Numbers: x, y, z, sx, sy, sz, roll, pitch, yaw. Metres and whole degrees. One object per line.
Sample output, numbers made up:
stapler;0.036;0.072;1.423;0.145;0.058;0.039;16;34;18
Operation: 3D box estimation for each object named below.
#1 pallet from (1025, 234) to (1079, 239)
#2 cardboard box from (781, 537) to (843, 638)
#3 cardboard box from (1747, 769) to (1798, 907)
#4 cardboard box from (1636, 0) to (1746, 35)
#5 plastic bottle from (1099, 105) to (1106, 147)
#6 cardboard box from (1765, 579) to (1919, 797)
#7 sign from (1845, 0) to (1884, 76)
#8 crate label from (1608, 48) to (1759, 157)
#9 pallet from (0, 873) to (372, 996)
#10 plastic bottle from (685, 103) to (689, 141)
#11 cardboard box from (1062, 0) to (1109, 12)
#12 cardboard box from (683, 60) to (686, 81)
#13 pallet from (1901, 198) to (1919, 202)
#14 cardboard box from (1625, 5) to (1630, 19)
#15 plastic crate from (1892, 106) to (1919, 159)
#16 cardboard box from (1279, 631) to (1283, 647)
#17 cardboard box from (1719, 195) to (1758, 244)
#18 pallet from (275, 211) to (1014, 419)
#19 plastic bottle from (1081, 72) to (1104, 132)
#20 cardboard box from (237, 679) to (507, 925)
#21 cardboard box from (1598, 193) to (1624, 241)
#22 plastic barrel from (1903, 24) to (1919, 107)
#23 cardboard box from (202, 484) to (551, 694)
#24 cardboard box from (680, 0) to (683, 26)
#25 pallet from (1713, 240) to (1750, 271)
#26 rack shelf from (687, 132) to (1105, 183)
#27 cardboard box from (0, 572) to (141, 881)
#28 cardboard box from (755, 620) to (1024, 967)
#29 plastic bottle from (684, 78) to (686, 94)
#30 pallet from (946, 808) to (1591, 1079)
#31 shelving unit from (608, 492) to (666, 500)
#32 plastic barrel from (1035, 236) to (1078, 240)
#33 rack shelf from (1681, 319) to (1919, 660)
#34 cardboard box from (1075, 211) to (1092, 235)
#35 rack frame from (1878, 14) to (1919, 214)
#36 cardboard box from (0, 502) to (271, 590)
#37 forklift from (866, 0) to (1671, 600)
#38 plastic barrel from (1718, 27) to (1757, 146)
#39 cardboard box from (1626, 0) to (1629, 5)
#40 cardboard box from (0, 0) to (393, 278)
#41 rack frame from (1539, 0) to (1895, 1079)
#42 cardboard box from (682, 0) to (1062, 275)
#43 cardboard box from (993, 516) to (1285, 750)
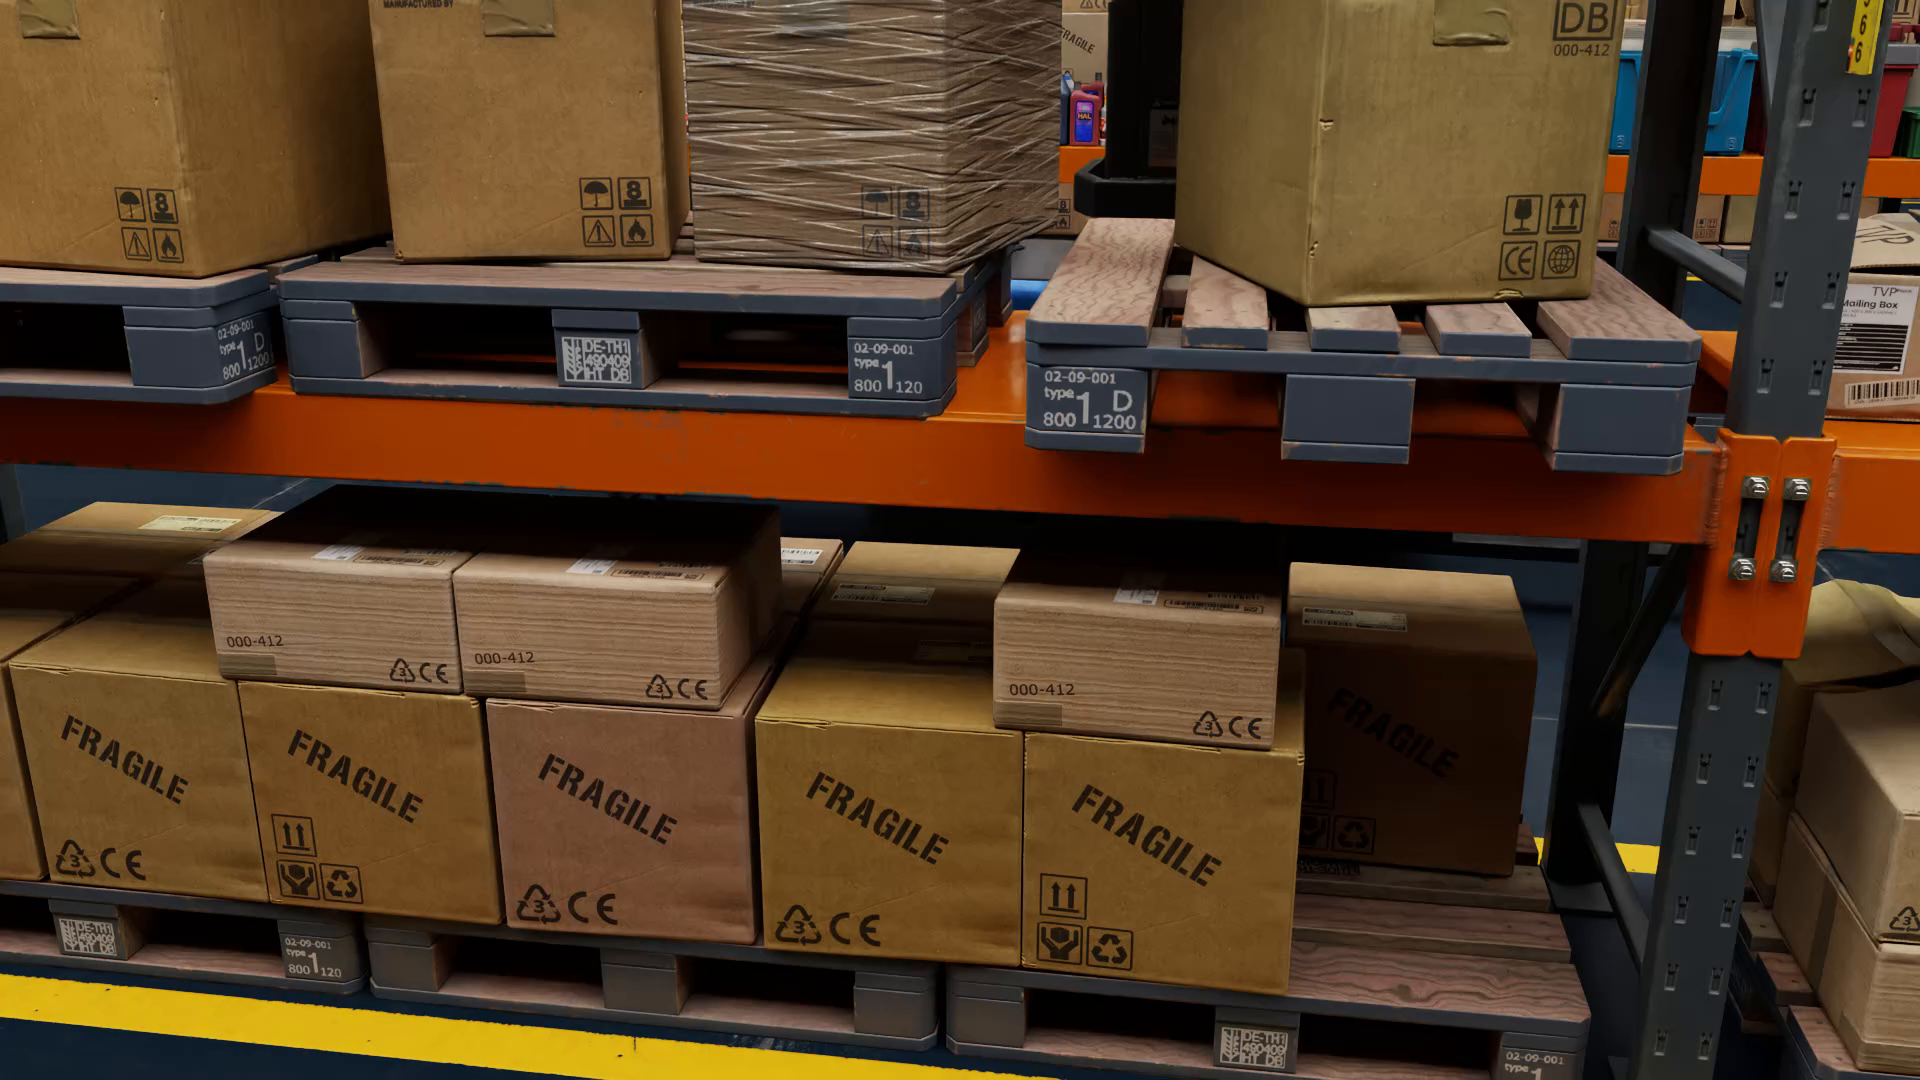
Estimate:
pallet;0.977;-2.392;13.118;1.213;0.211;1.003;3;19;9
cardboard box;-0.563;0.303;3.916;0.500;0.500;0.500;2;19;7
cardboard box;1.928;0.570;3.545;0.500;0.250;0.500;3;19;10
cardboard box;5.168;-3.694;11.790;0.637;0.503;0.797;5;19;14
plastic bottle;0.681;-1.887;7.528;0.097;0.201;0.097;0;18;0
cardboard box;1.926;0.303;3.458;0.500;0.311;0.500;3;19;10
sign;1.293;-0.826;2.345;0.005;0.325;0.100;3;19;9
crate label;3.097;-1.919;7.255;0.616;0.435;0.502;3;19;9
pallet;-1.770;0.665;3.983;1.213;0.211;1.003;3;19;9
plastic bottle;-1.247;-1.985;7.822;0.097;0.201;0.097;0;18;0
cardboard box;0.919;-4.219;12.446;0.637;0.503;0.797;4;19;10
cardboard box;-2.119;-3.622;12.798;0.250;0.149;0.380;3;19;10
pallet;9.727;-3.490;16.402;1.213;0.211;1.003;3;19;9
cardboard box;6.225;-4.977;16.292;0.500;0.500;0.500;3;19;9
plastic crate;4.344;-1.734;7.093;0.662;0.188;0.450;3;19;9
cardboard box;0.448;0.355;3.762;0.500;0.500;0.500;2;19;7
cardboard box;5.823;-2.478;12.228;0.500;0.500;0.700;3;19;8
pallet;-0.551;-0.491;3.345;1.213;0.211;1.003;3;19;9
plastic bottle;0.650;-2.177;8.266;0.133;0.283;0.061;3;19;9
cardboard box;-1.120;0.442;3.502;0.500;0.500;0.500;3;19;9
cardboard box;4.720;-2.534;12.395;0.500;0.500;0.700;5;19;13
plastic barrel;4.474;-2.054;7.500;0.433;0.535;0.433;0;18;0
cardboard box;-1.153;0.086;3.384;0.500;0.250;0.500;3;19;9
cardboard box;-1.995;-4.181;12.658;0.500;0.500;0.500;3;19;9
pallet;6.125;-2.104;12.257;1.213;0.211;1.003;3;19;9
rack shelf;0.185;-1.796;8.078;4.000;0.370;1.077;3;19;9
cardboard box;-2.141;0.391;3.654;0.500;0.500;0.500;2;19;6
cardboard box;-0.102;0.492;3.352;0.500;0.500;0.500;2;19;7
plastic bottle;-1.350;-2.261;8.528;0.135;0.276;0.152;3;19;9
pallet;0.639;0.788;3.616;1.213;0.211;1.003;3;19;9
shelving unit;-0.767;-0.767;6.232;1.048;1.500;0.538;4;19;11
plastic barrel;0.559;-1.169;8.207;0.708;0.588;0.600;3;19;9
rack shelf;3.345;-0.043;2.839;4.000;0.370;1.077;3;19;9
cardboard box;1.388;-2.869;12.836;0.875;0.875;1.225;3;19;9
rack frame;6.894;-3.387;11.699;0.127;3.000;1.000;3;19;9
cardboard box;-2.047;0.225;4.149;0.500;0.500;0.500;3;19;8
forklift;1.241;-1.309;5.597;3.031;2.935;1.130;4;19;11
plastic barrel;3.625;-2.084;7.628;0.421;0.512;0.421;0;18;0
cardboard box;6.283;-5.532;16.375;0.500;0.500;0.700;3;19;9
cardboard box;-1.458;-0.824;3.220;0.500;0.500;0.700;6;19;17
rack frame;1.370;-0.485;3.026;0.127;3.000;1.000;3;19;9
cardboard box;-0.142;-0.834;3.249;0.500;0.500;0.700;7;20;19
cardboard box;0.353;0.161;3.159;0.500;0.250;0.500;4;19;11
